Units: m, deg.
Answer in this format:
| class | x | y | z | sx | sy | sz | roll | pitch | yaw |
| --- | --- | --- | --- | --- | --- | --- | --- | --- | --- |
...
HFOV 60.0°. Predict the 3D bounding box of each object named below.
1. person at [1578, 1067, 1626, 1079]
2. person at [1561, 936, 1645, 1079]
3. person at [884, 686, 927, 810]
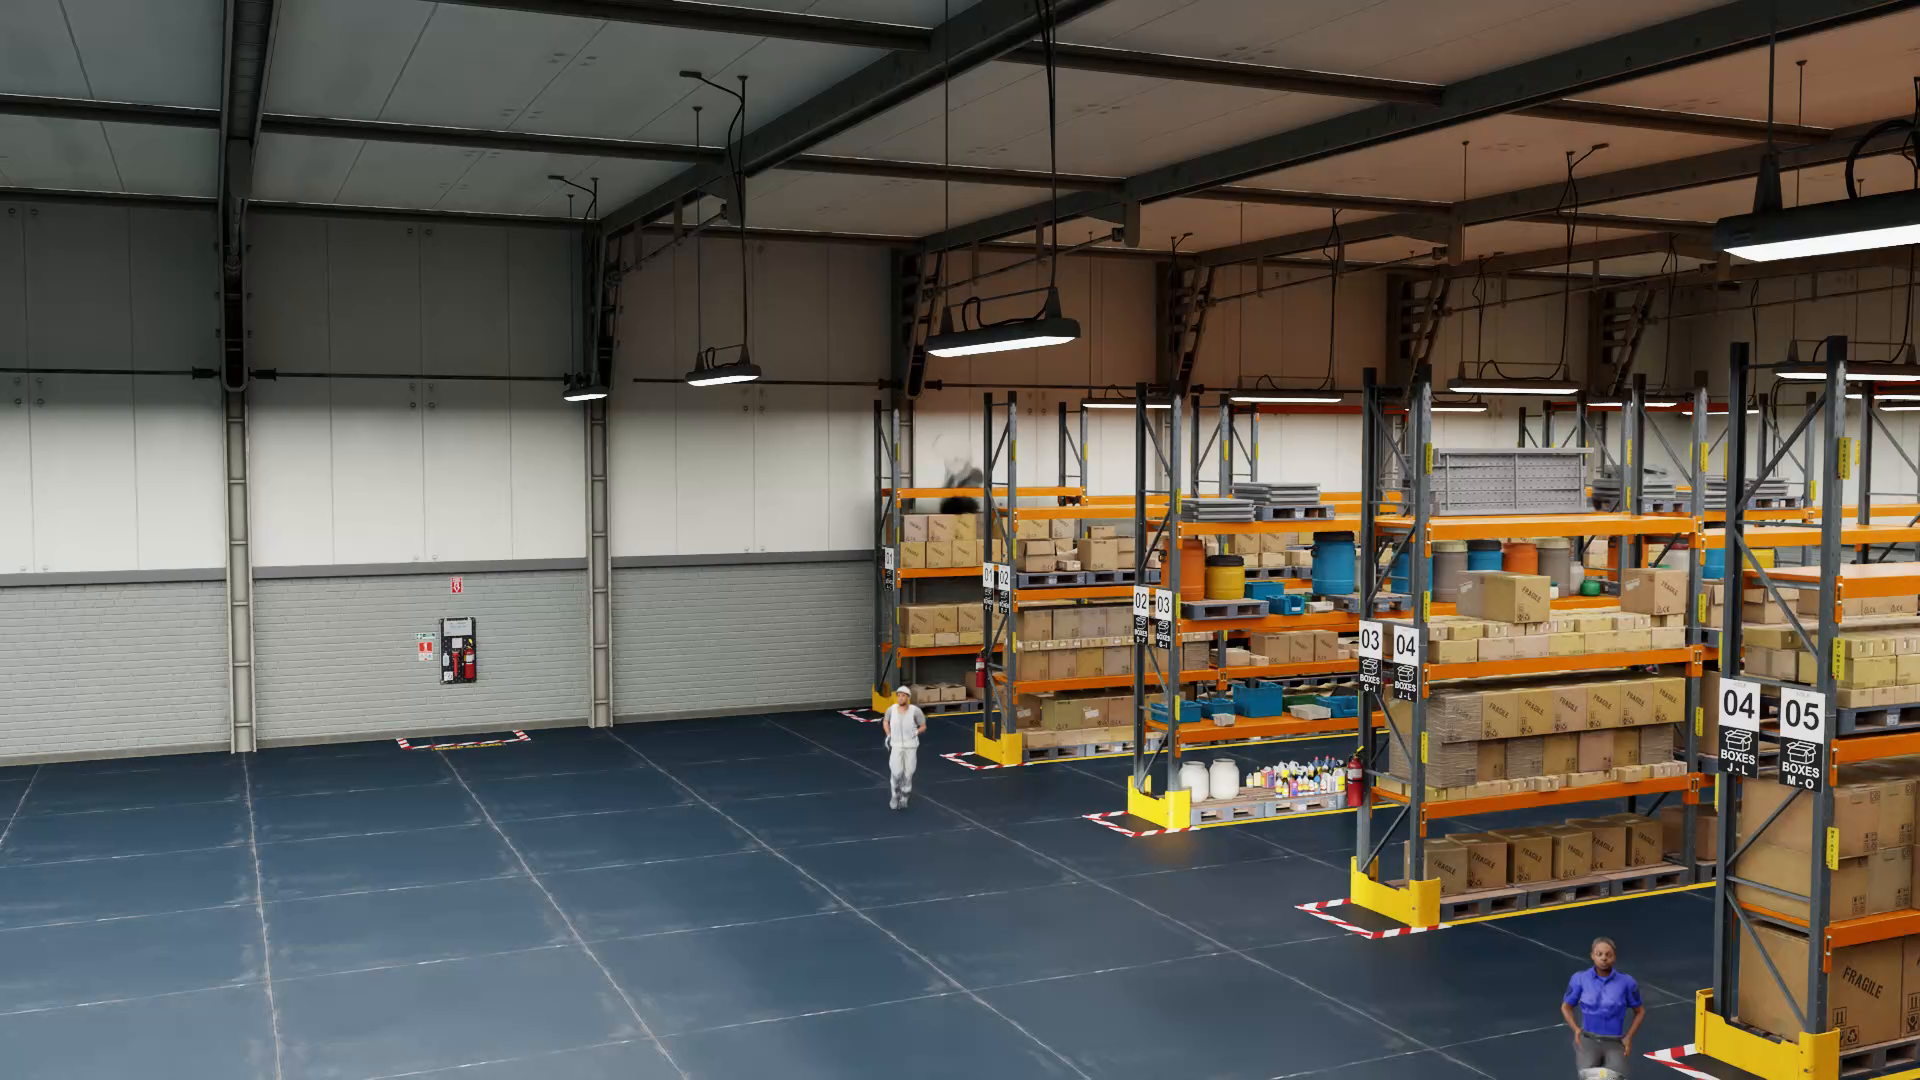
| class | x | y | z | sx | sy | sz | roll | pitch | yaw |
| --- | --- | --- | --- | --- | --- | --- | --- | --- | --- |
| person | 3.613 | 3.790 | 9.395 | 0.572 | 1.646 | 0.557 | 1 | 4 | 22 |
| person | 4.615 | 3.667 | 11.954 | 0.572 | 1.595 | 0.557 | 1 | 4 | 21 |
| person | -0.783 | 2.922 | 23.275 | 0.625 | 1.762 | 0.659 | 0 | 3 | 3 |
